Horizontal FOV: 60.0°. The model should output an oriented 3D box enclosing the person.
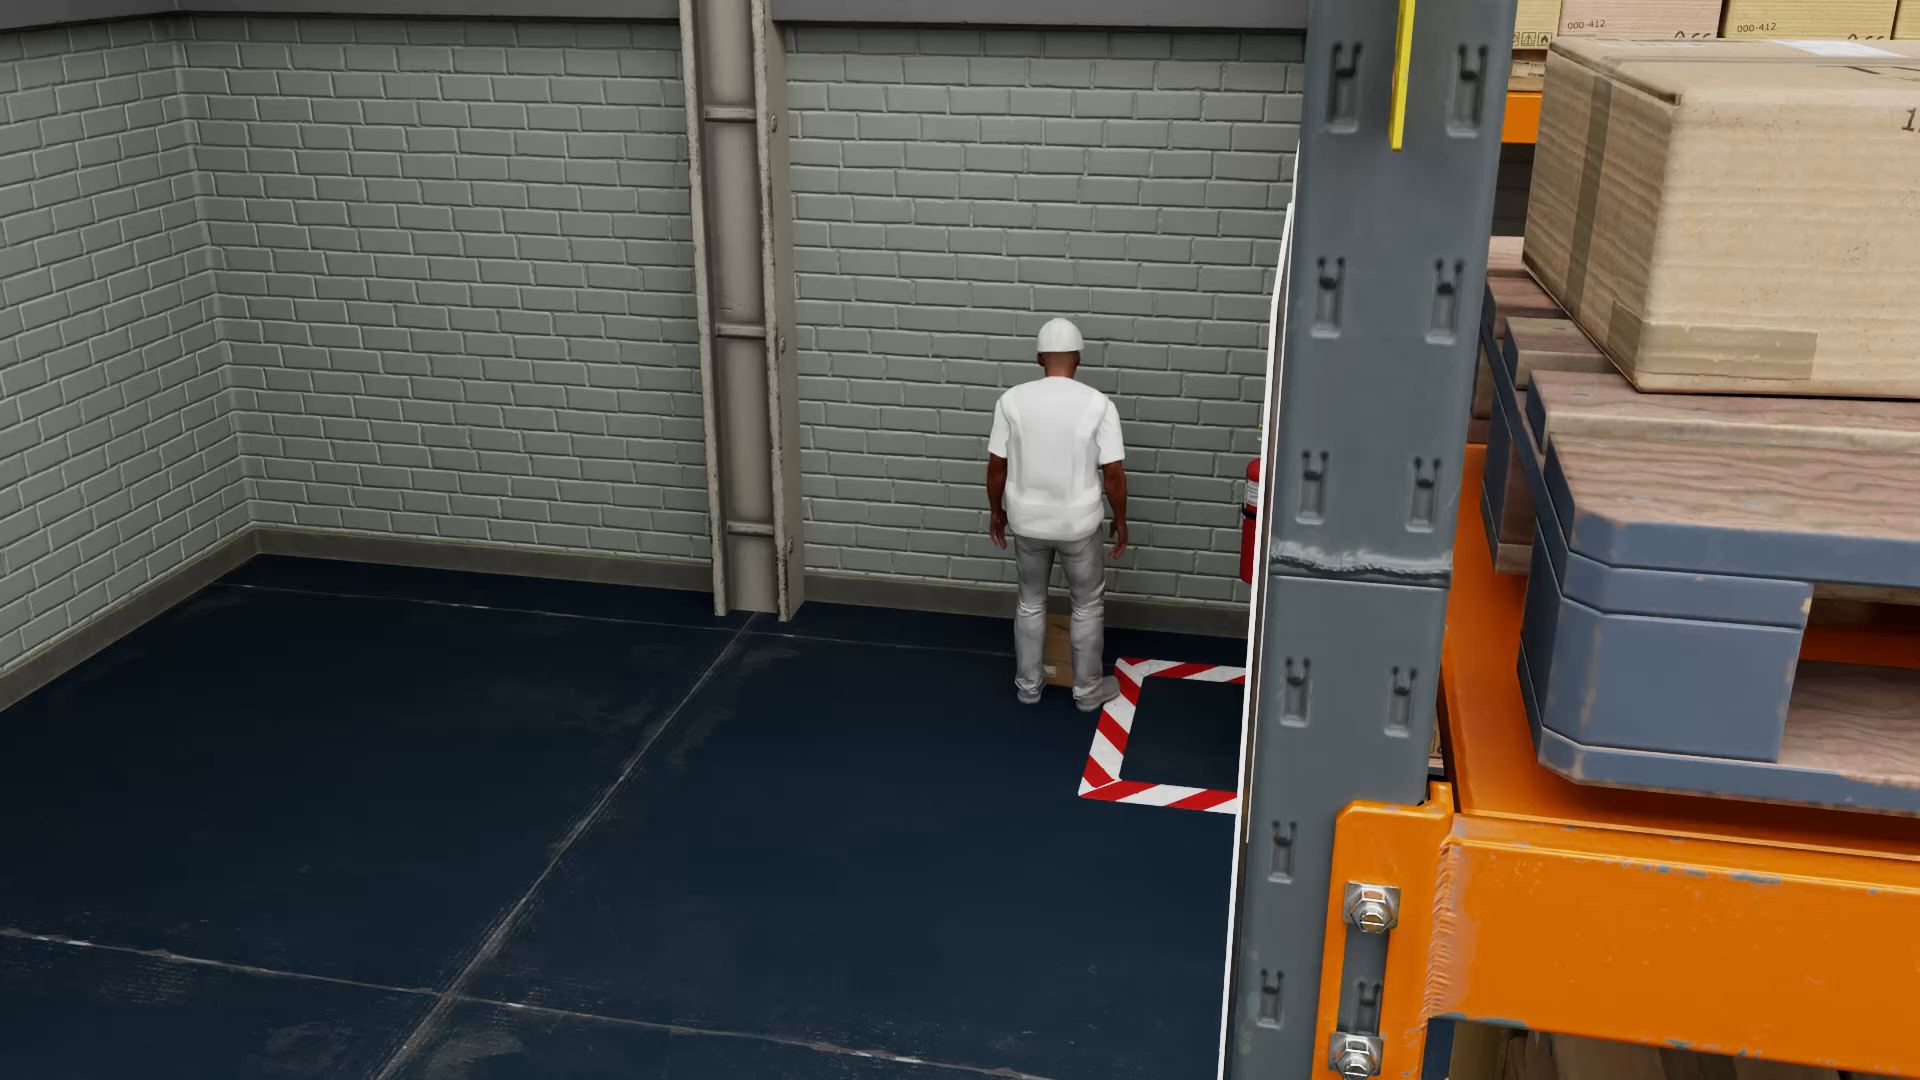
[{"bbox_3d":[0.434,-0.113,7.320,0.627,1.659,0.358,6,22,15],"label":"person"}]
